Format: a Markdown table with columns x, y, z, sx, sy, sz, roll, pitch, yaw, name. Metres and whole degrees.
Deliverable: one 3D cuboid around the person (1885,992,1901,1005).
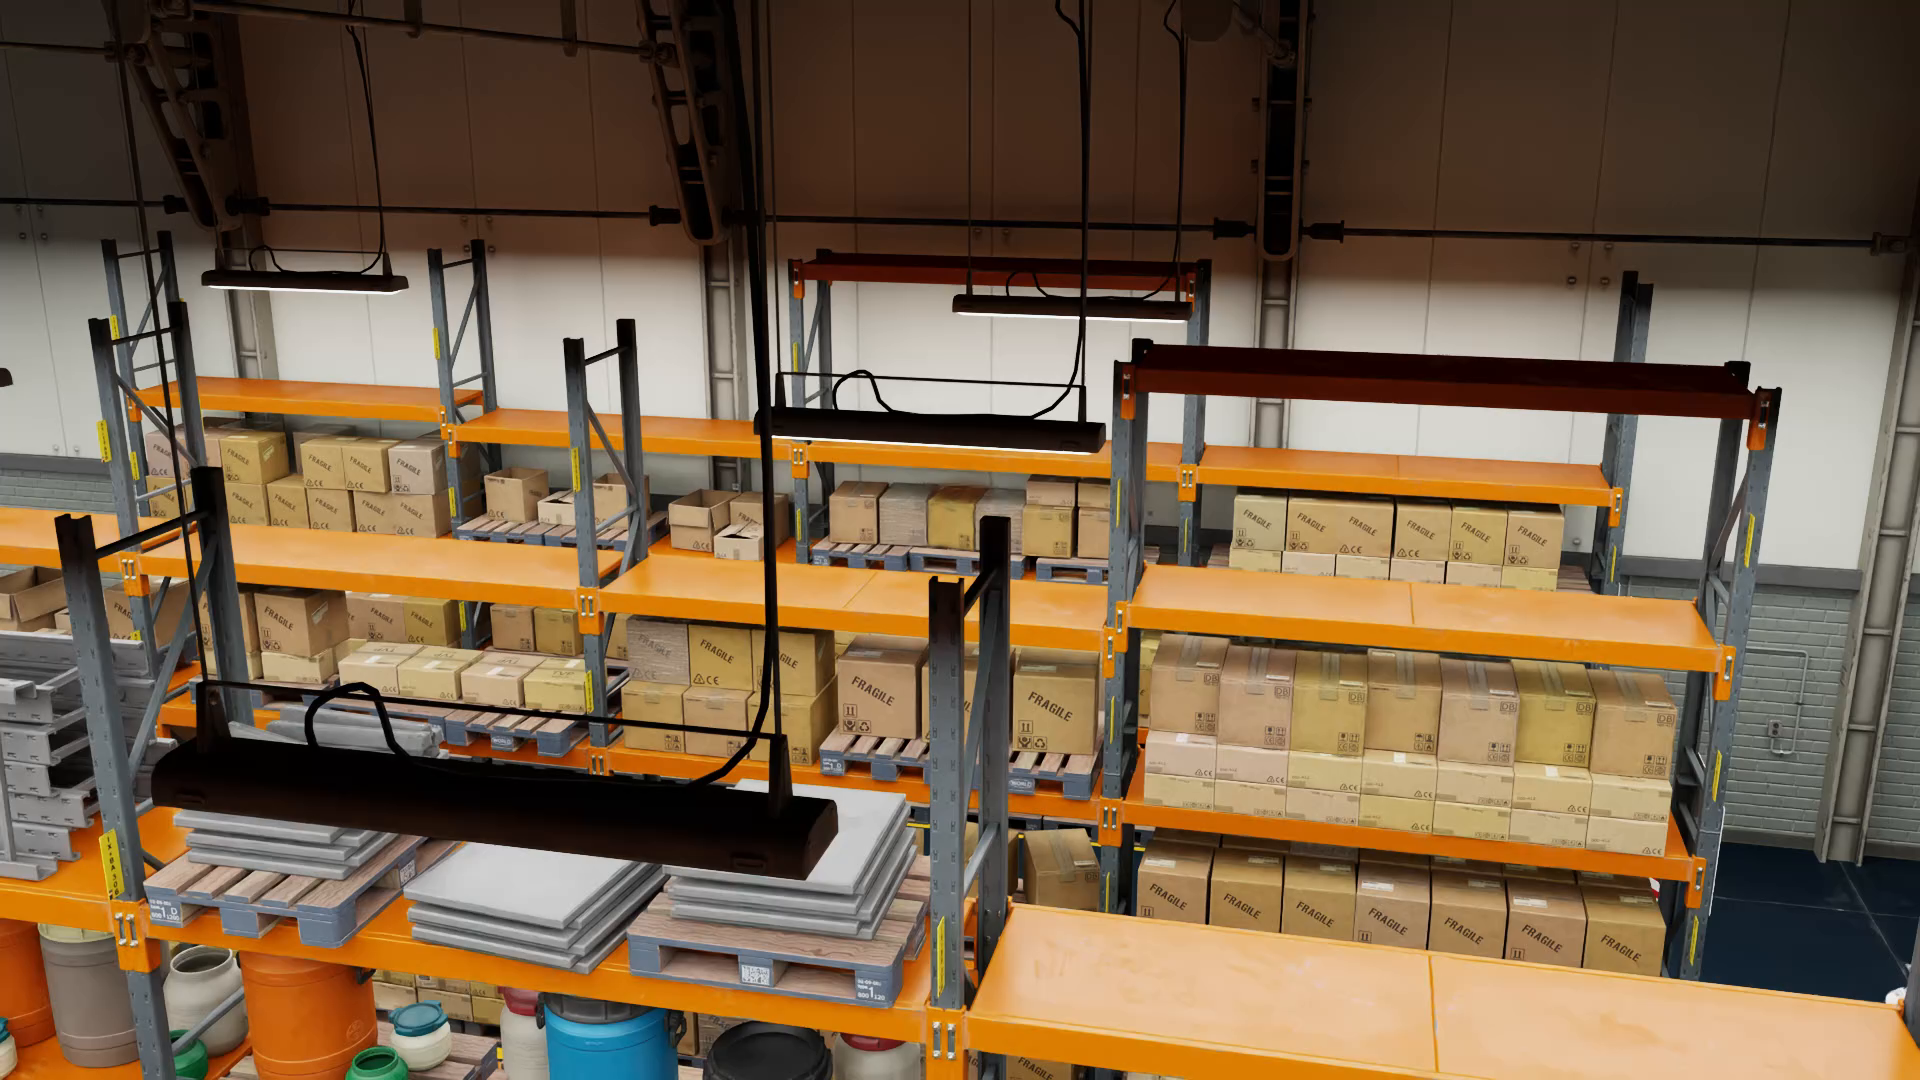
| x | y | z | sx | sy | sz | roll | pitch | yaw | name |
| --- | --- | --- | --- | --- | --- | --- | --- | --- | --- |
| 6.974 | 3.898 | 12.334 | 0.456 | 1.373 | 0.594 | 2 | 16 | 7 | person |
